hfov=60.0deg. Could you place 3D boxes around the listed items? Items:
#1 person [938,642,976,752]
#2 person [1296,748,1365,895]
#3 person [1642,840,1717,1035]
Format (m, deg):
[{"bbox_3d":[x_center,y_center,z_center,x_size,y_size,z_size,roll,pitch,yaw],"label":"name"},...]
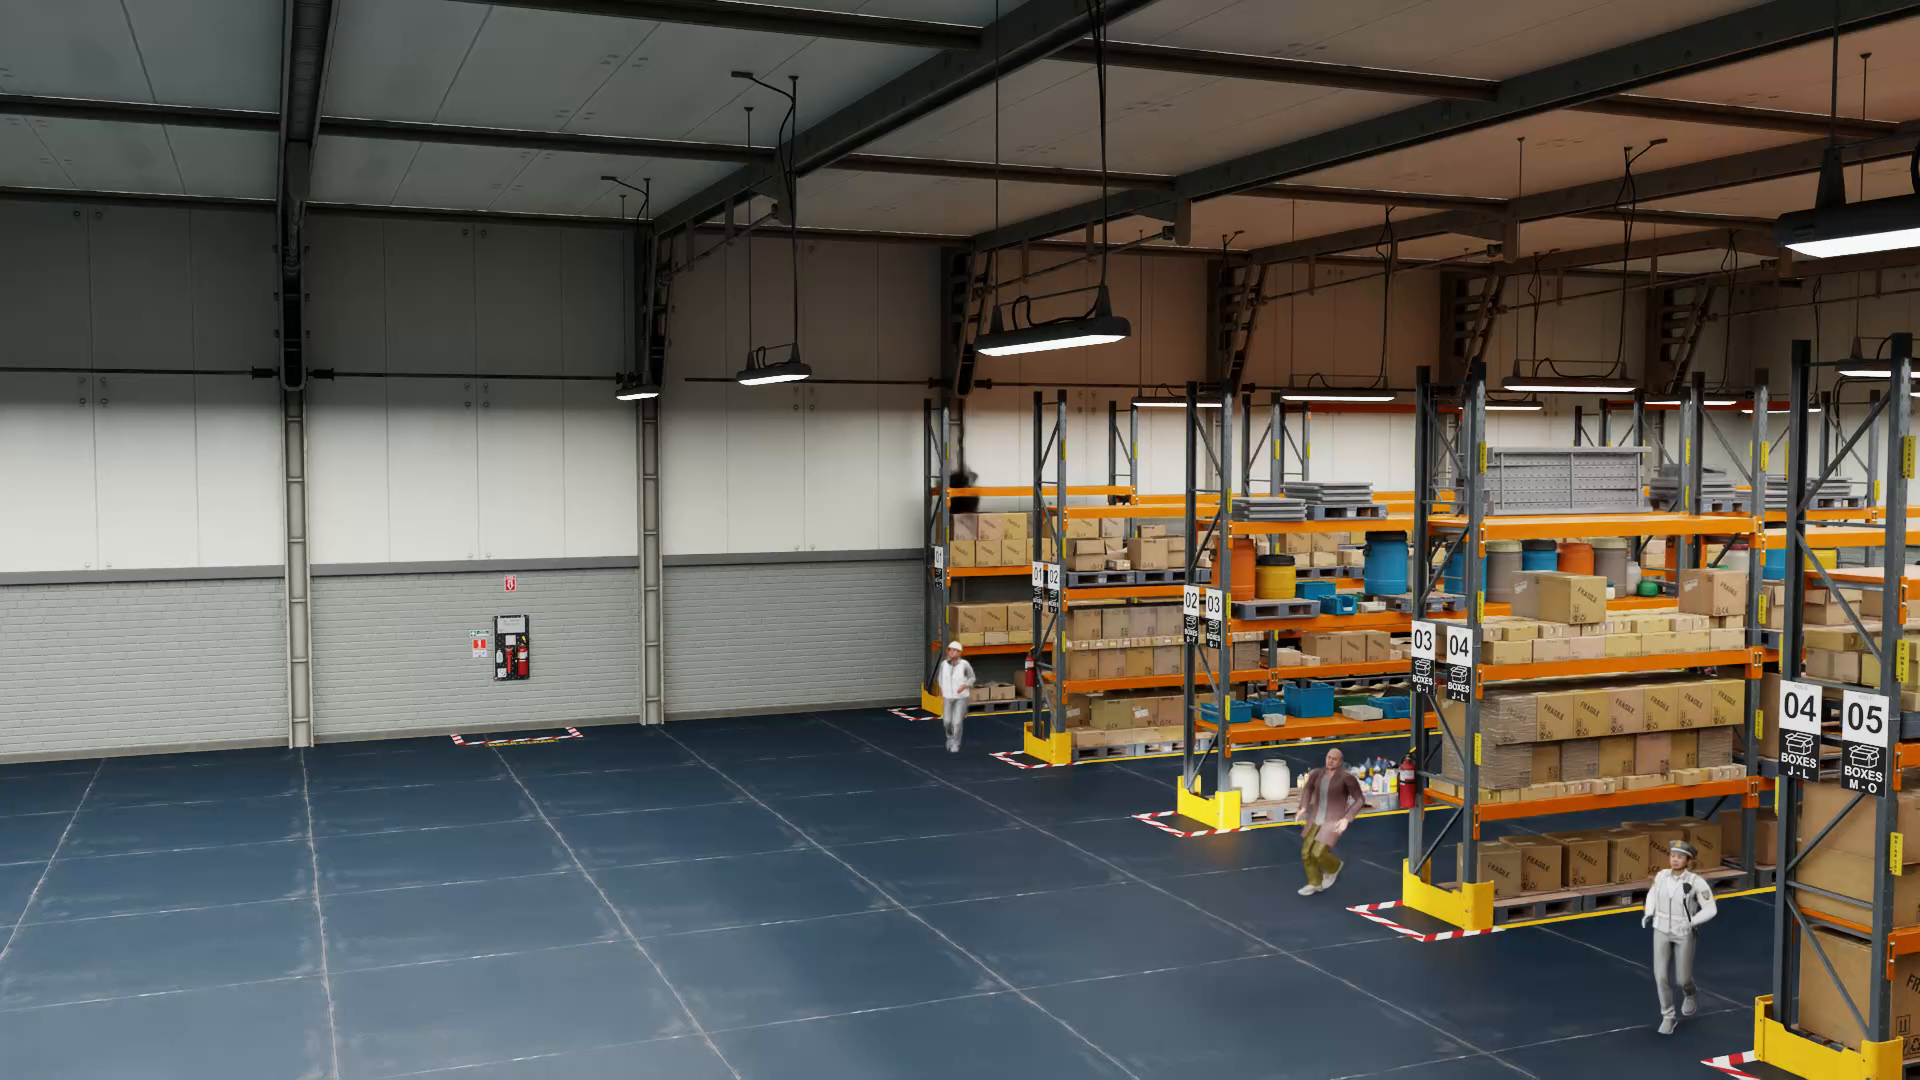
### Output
[{"bbox_3d":[-0.077,2.471,26.148,0.651,1.748,0.570,1,3,16],"label":"person"},{"bbox_3d":[4.177,3.204,18.859,0.578,1.715,0.765,-3,4,-40],"label":"person"},{"bbox_3d":[6.356,3.487,14.713,0.634,1.699,0.670,3,4,41],"label":"person"}]
